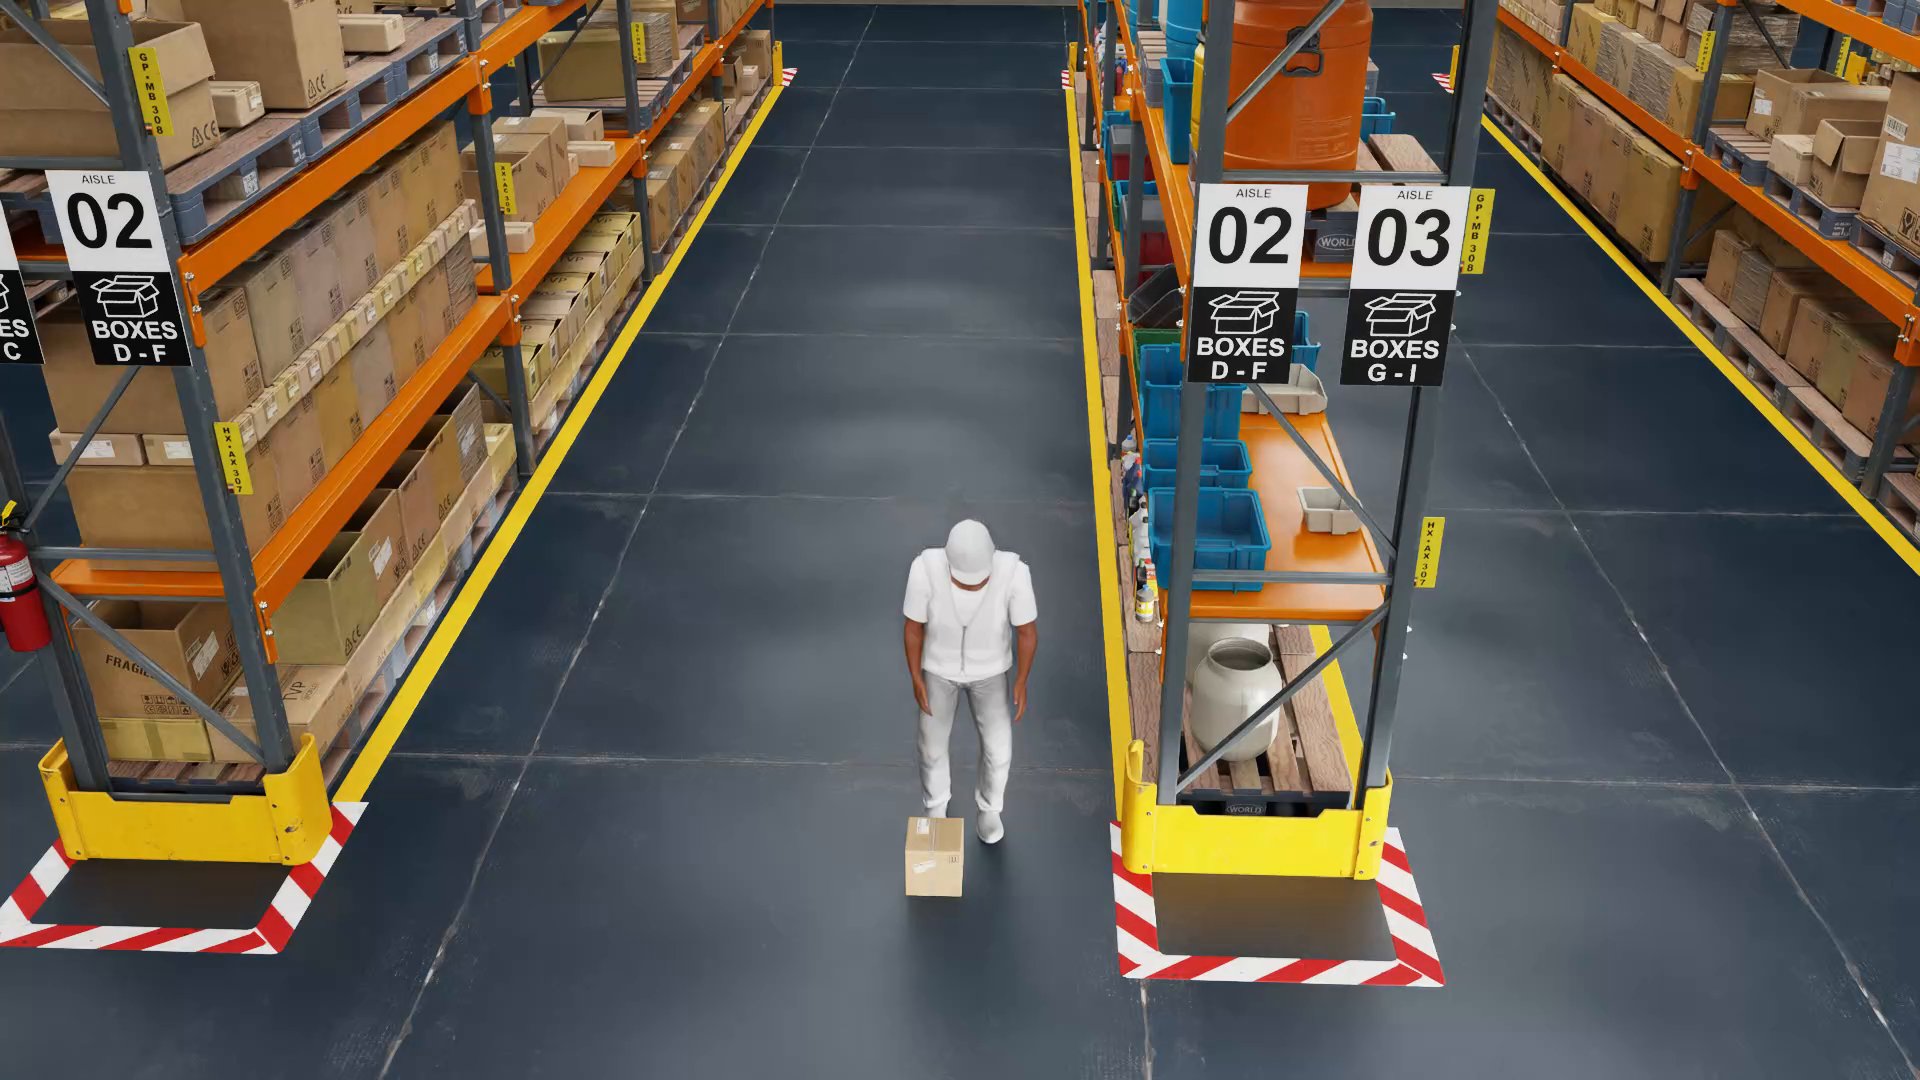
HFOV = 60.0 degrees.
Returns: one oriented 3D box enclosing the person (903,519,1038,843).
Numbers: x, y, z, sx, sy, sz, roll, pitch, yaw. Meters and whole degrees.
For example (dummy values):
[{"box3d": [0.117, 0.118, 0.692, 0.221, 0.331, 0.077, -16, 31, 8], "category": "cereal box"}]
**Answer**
[{"box3d": [0.045, 0.614, 7.525, 0.602, 1.683, 0.511, 2, 28, 3], "category": "person"}]
